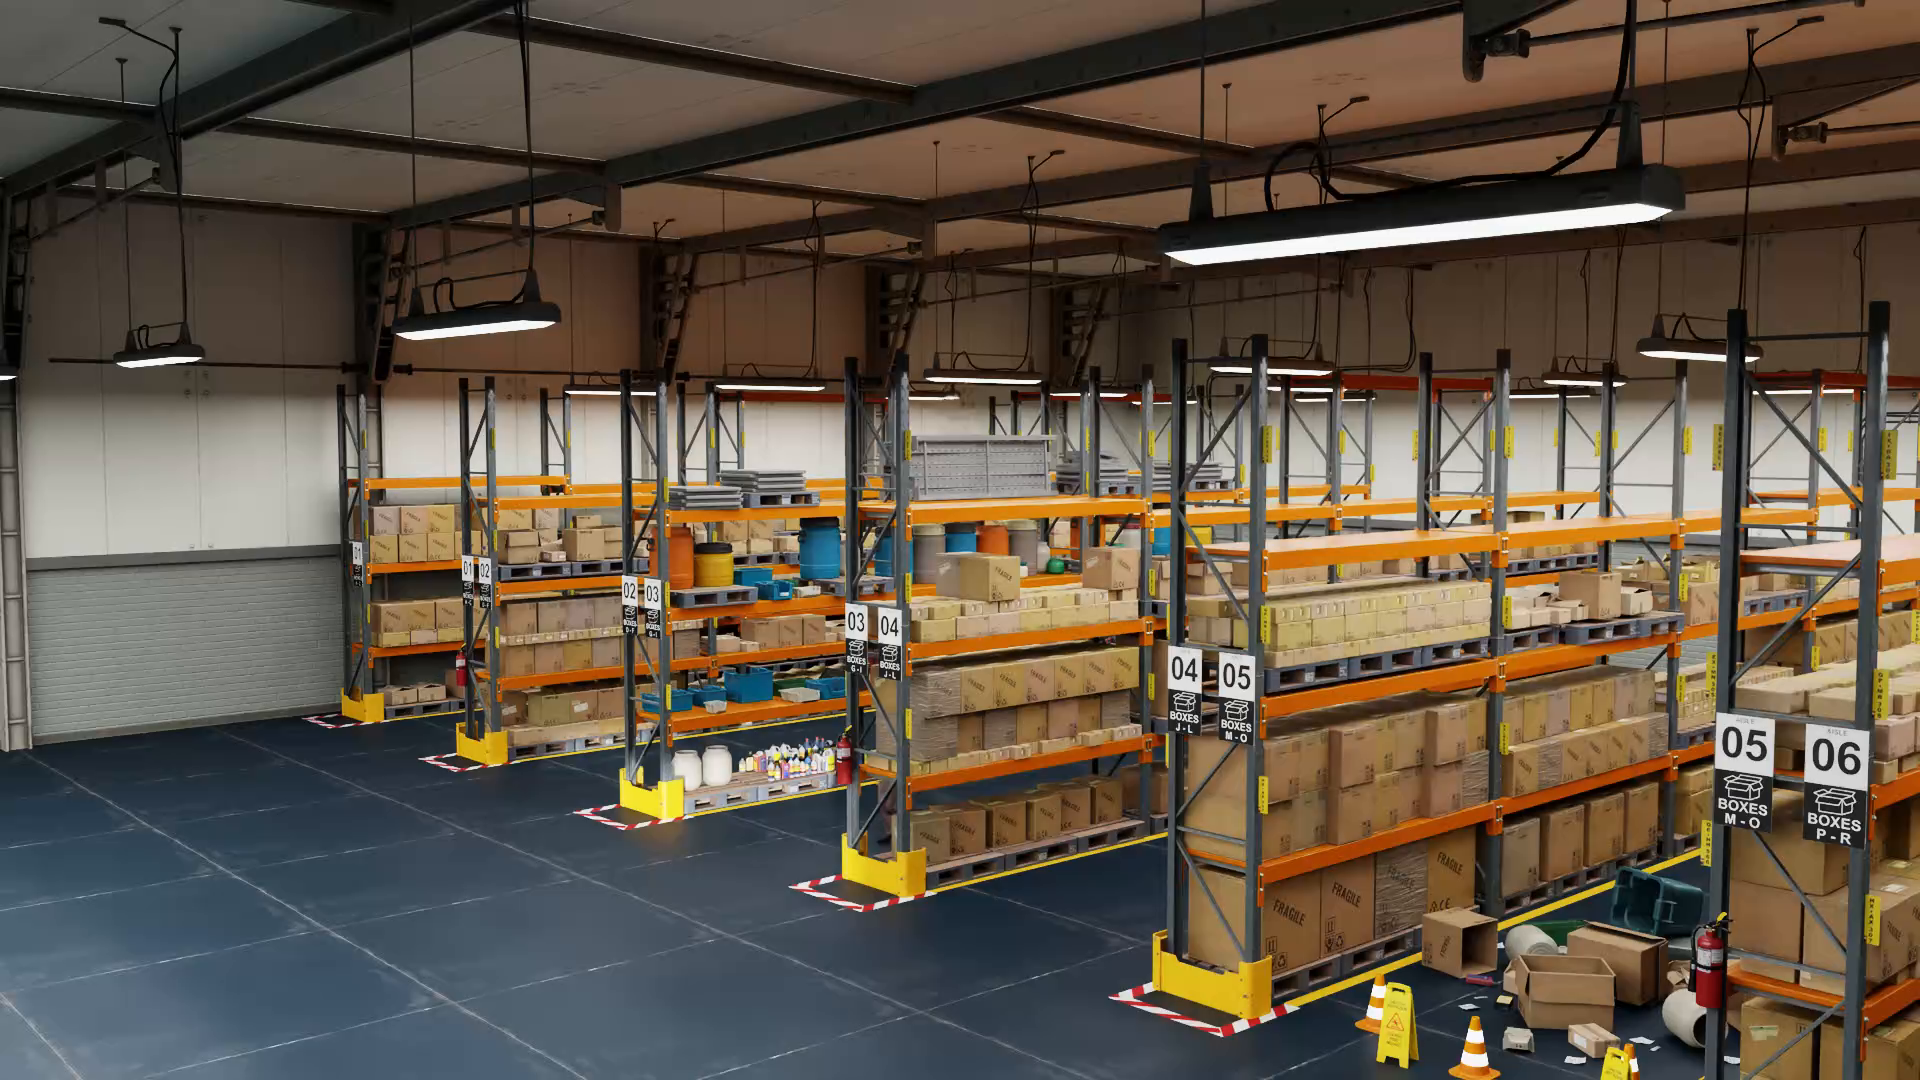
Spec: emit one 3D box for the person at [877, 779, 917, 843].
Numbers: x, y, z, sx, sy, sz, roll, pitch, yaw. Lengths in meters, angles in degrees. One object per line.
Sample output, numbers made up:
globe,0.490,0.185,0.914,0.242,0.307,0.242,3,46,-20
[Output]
person,-0.789,2.954,20.960,0.578,1.696,0.660,-3,5,-37
